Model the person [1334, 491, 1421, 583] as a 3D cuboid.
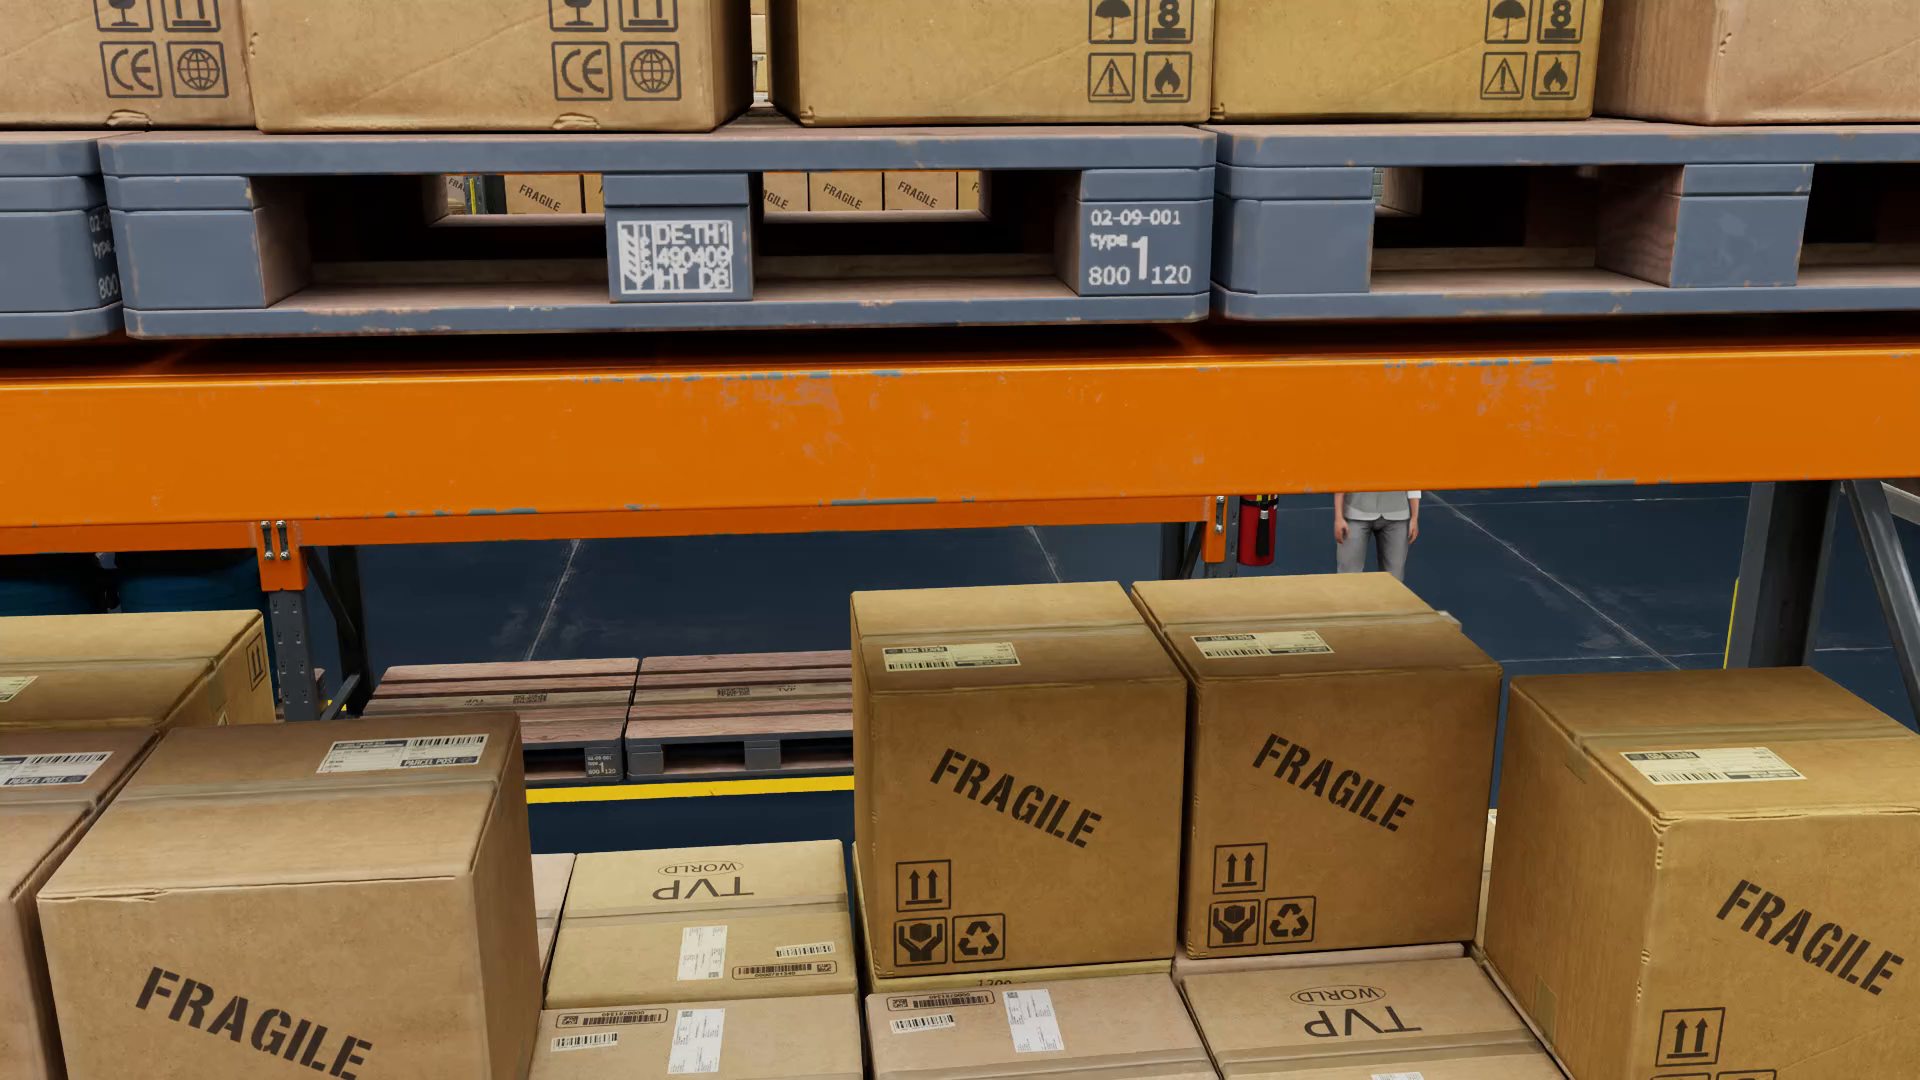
[{"bbox_3d":[2.115,-0.091,8.465,0.463,1.593,0.324,0,17,-2],"label":"person"}]
